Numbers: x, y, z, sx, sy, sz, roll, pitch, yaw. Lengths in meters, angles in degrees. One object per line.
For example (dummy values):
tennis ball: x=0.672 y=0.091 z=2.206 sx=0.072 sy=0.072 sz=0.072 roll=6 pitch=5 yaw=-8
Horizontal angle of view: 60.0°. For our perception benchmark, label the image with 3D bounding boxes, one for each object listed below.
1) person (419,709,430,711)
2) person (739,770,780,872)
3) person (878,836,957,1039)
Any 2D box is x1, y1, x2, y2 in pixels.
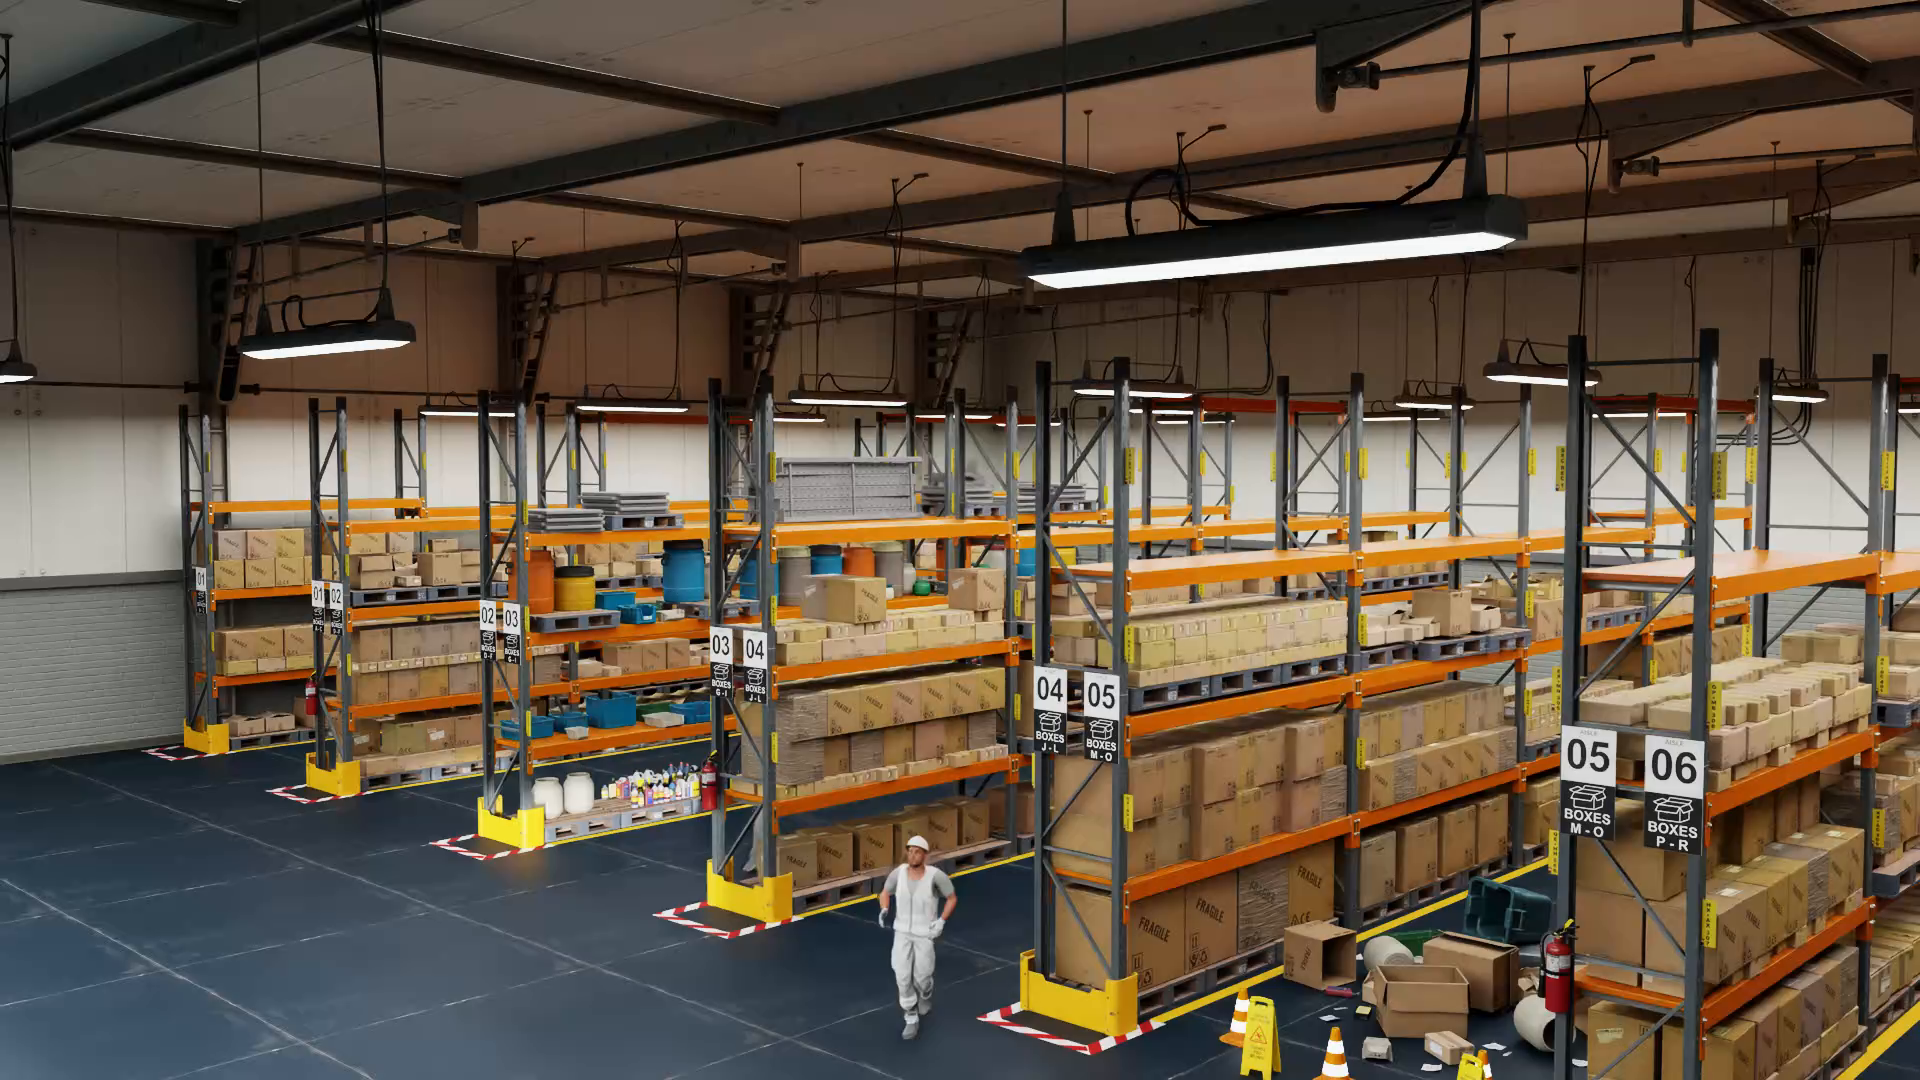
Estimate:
person: x=-9.134 y=2.849 z=28.398 sx=0.615 sy=1.677 sz=0.914 roll=2 pitch=4 yaw=39
person: x=-2.458 y=3.207 z=20.784 sx=0.602 sy=1.733 sz=0.812 roll=3 pitch=4 yaw=41
person: x=-0.397 y=3.517 z=14.877 sx=0.704 sy=1.760 sz=0.639 roll=1 pitch=3 yaw=17
